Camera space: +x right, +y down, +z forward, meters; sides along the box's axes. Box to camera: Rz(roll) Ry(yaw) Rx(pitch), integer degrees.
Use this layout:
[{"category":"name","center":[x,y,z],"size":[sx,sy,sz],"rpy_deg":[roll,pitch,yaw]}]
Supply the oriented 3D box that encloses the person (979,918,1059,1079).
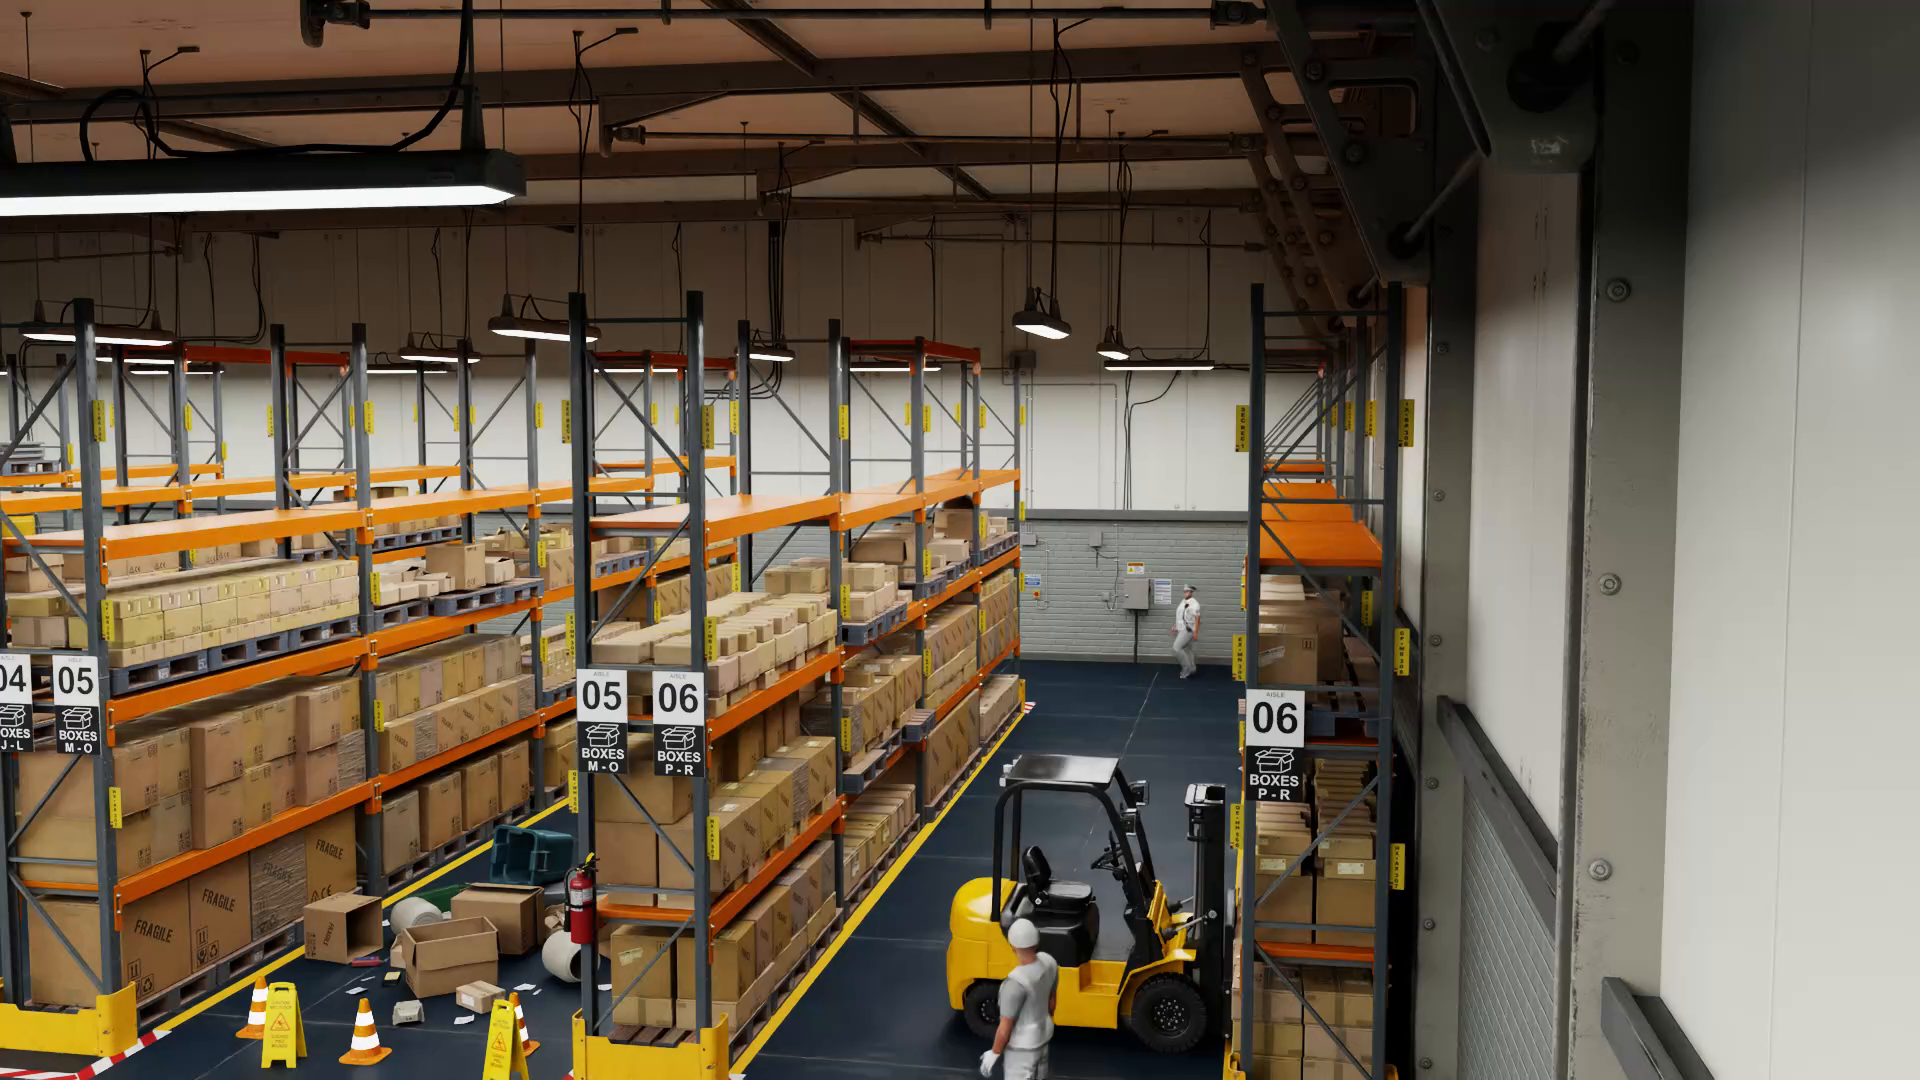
[{"category":"person","center":[0.425,3.371,11.127],"size":[0.431,1.785,0.662],"rpy_deg":[3,5,29]}]

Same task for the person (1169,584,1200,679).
[{"category":"person","center":[4.271,1.739,31.657],"size":[0.521,1.807,0.517],"rpy_deg":[-1,5,-7]}]
